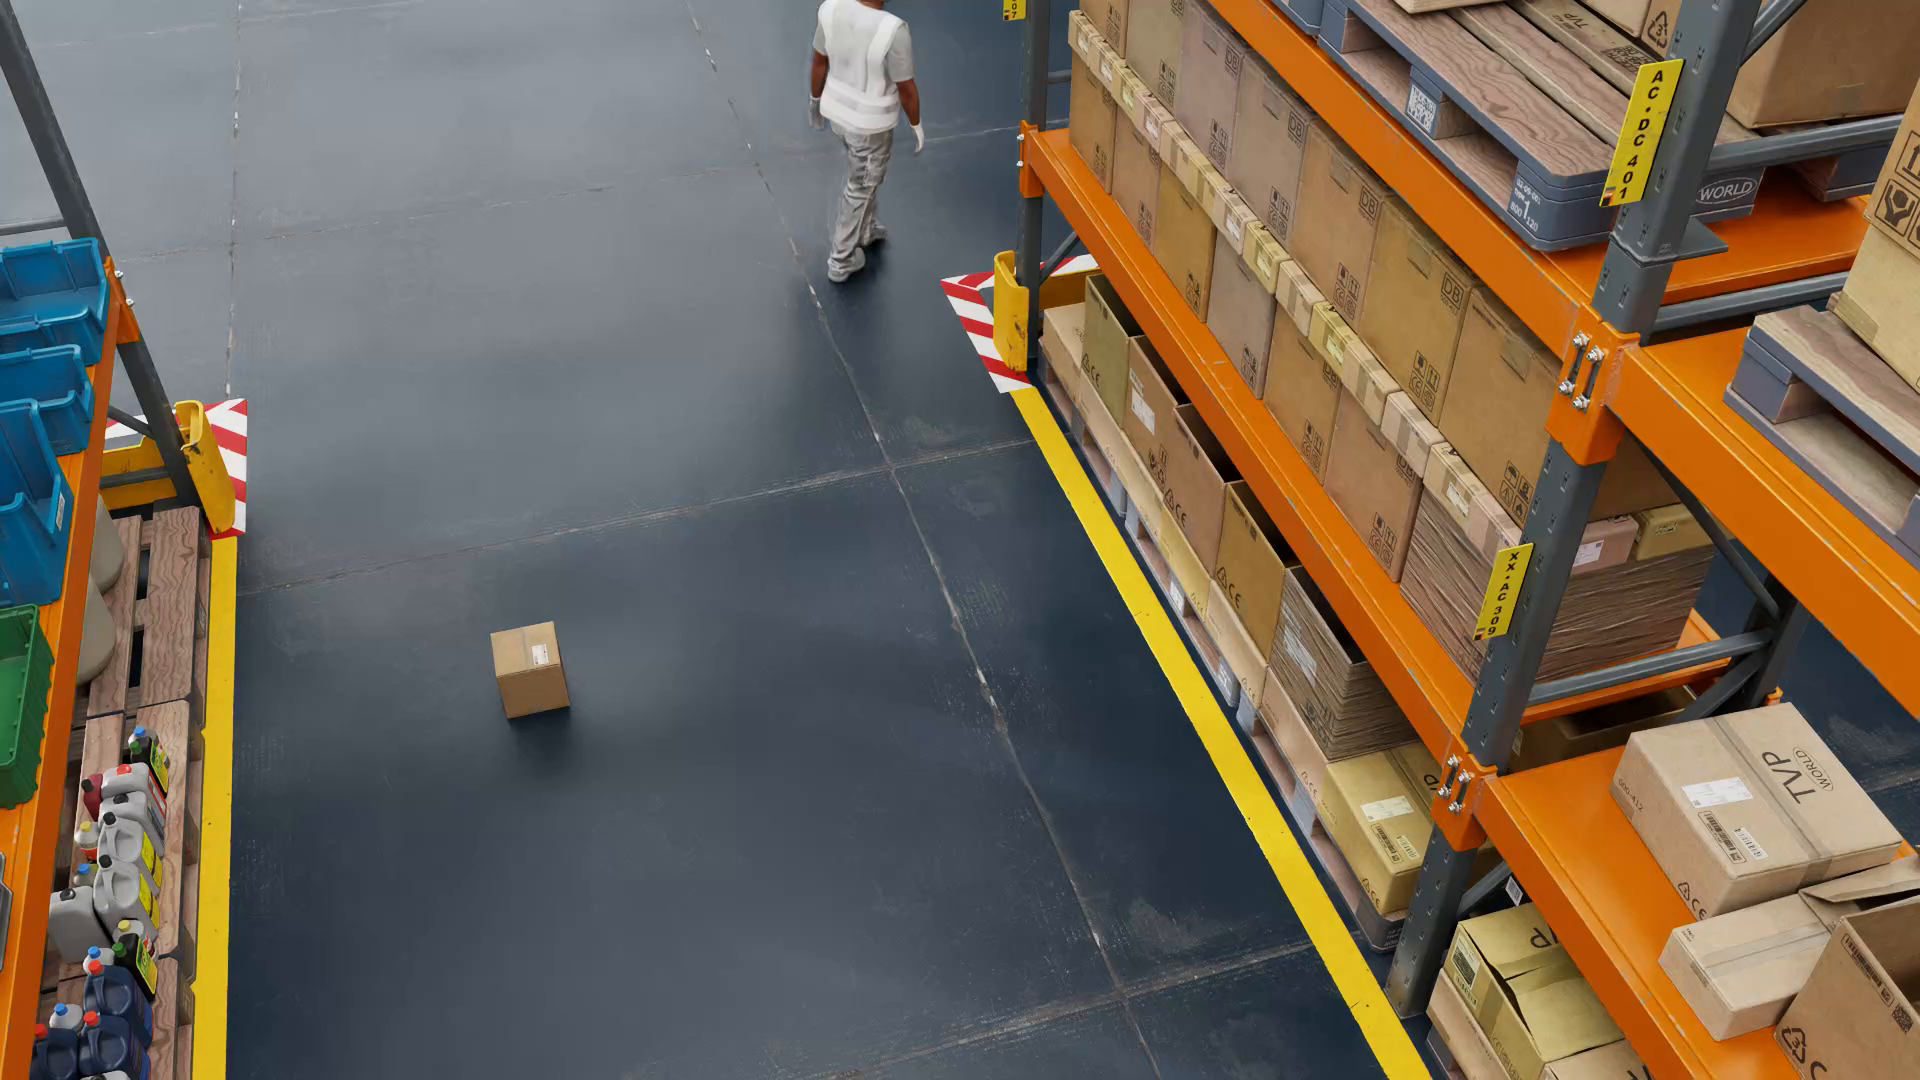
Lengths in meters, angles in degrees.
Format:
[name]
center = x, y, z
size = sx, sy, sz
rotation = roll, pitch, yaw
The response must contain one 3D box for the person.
[person]
center = -0.466, -2.177, 8.574
size = 0.626, 1.798, 0.604
rotation = 31, 50, 30
